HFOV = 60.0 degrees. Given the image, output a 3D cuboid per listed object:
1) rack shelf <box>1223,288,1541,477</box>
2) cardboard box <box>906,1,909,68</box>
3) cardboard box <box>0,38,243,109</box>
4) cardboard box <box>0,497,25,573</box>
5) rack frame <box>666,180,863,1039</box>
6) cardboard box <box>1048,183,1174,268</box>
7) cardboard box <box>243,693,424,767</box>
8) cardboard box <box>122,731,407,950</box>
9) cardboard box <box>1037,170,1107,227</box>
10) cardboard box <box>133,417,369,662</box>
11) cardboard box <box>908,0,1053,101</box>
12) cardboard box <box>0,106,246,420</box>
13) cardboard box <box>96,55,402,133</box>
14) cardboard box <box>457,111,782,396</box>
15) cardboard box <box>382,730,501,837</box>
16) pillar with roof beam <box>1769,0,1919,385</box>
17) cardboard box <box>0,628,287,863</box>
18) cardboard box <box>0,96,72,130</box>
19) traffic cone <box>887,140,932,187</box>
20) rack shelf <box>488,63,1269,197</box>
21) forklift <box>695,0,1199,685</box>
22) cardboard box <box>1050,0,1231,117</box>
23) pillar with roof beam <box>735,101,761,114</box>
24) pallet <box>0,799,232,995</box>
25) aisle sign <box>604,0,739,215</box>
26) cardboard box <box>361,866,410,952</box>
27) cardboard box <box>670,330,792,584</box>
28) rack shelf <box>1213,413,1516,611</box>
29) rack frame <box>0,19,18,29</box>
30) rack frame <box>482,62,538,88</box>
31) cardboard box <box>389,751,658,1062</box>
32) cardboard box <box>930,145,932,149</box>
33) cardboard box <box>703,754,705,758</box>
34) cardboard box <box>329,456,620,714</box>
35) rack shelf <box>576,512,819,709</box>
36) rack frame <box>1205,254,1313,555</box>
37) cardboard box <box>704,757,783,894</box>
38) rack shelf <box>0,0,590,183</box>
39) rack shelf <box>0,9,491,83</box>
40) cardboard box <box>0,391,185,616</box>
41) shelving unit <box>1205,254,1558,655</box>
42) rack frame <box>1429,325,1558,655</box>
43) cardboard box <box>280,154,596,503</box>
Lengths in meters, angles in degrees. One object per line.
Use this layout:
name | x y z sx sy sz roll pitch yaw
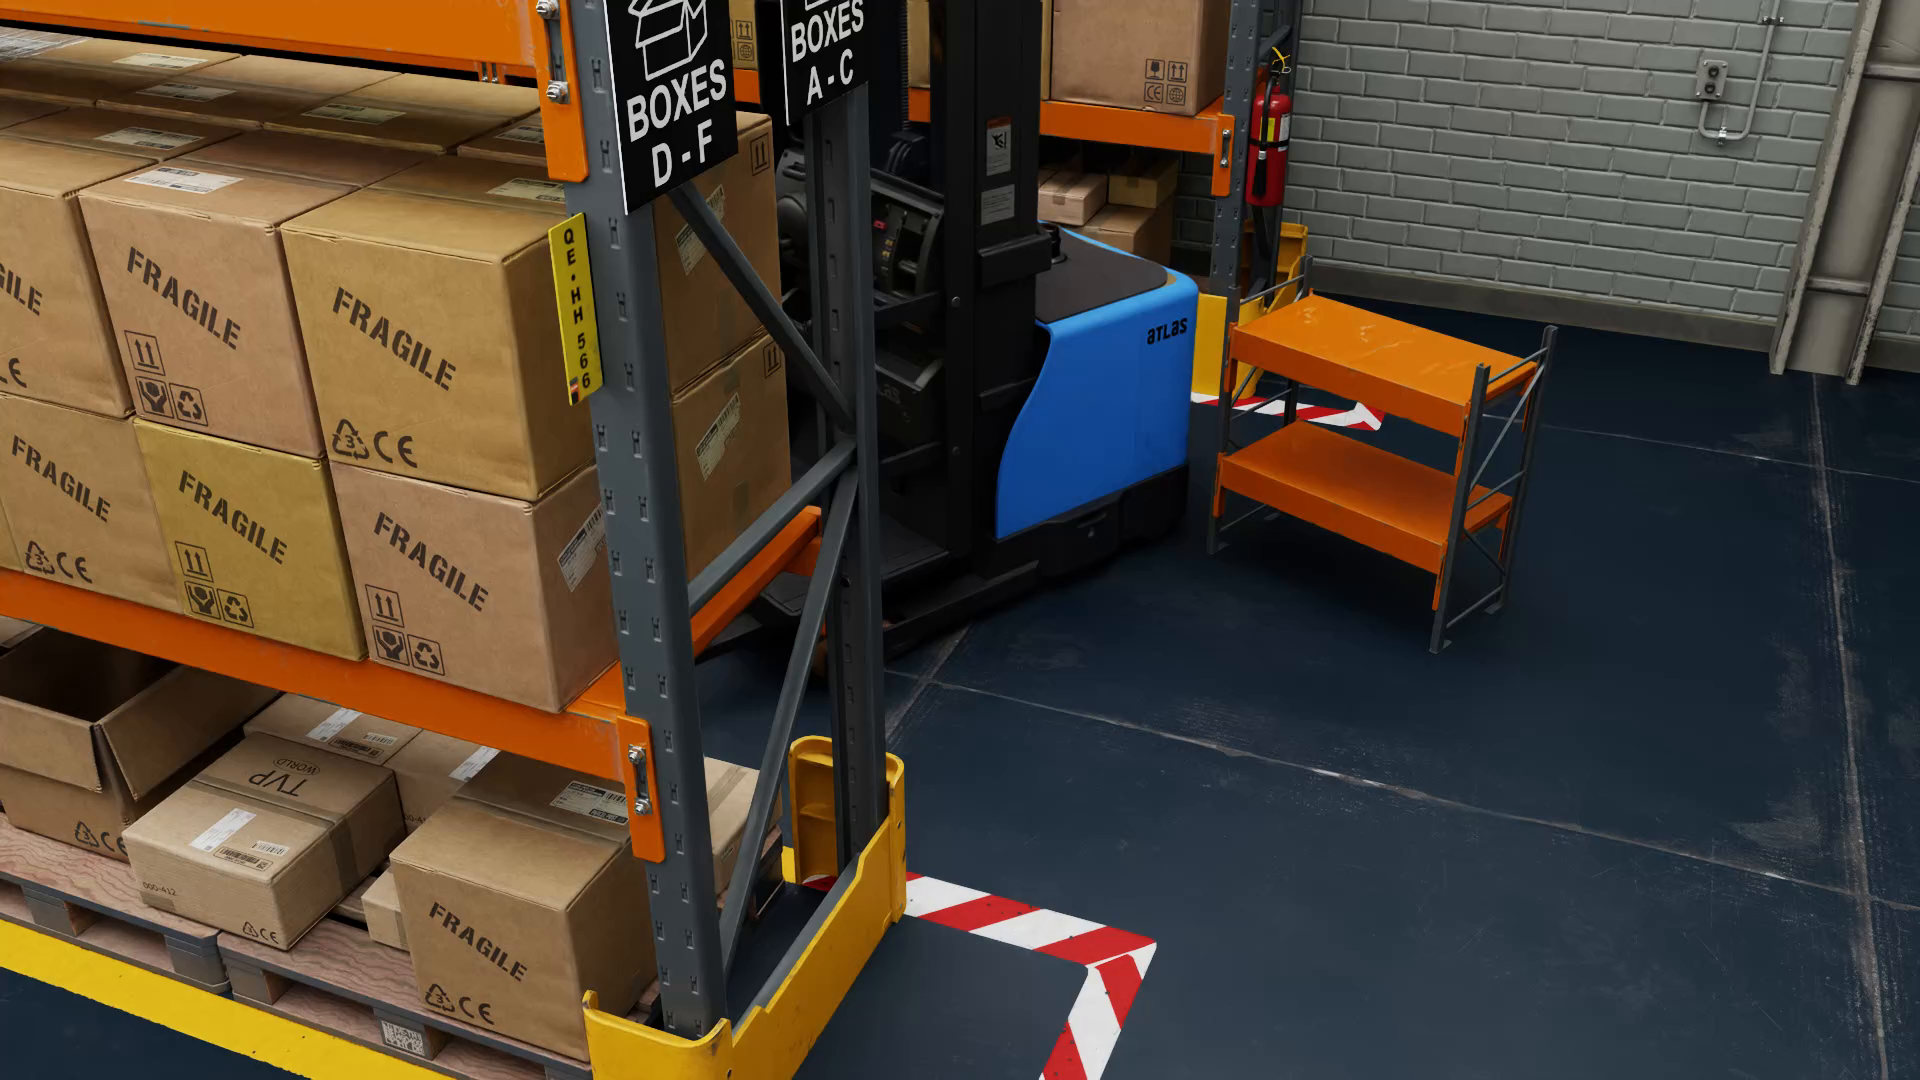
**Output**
rack shelf | 1.530 -0.598 6.070 0.538 0.278 1.000 -26 39 -38
cardboard box | -0.443 -2.764 8.287 0.700 0.700 0.980 10 31 17
cardboard box | -2.177 -0.972 4.304 0.500 0.500 0.500 11 31 19
cardboard box | -2.371 -0.294 4.120 0.500 0.500 0.500 11 31 18
rack frame | -0.443 -0.011 3.721 0.053 2.616 0.949 11 31 19
cardboard box | 0.728 -1.447 8.376 0.500 0.500 0.700 11 31 19
cardboard box | -1.768 0.581 5.021 0.500 0.250 0.500 11 31 19
cardboard box | -1.910 0.818 4.601 0.500 0.250 0.500 11 31 19
cardboard box | 0.541 -1.670 8.111 0.250 0.149 0.380 11 31 19
cardboard box | -1.444 -0.106 3.788 0.500 0.500 0.500 12 31 20
cardboard box | 0.260 -2.619 8.030 0.700 0.700 0.980 11 31 19
cardboard box | -1.911 -0.632 3.702 0.500 0.500 0.500 12 32 20
cardboard box | -1.706 -0.879 4.138 0.500 0.500 0.500 12 32 20
cardboard box | -0.757 -0.691 3.806 0.500 0.500 0.500 12 32 21
cardboard box | -1.305 0.674 4.857 0.500 0.250 0.500 11 31 19
pillar with roof beam | 2.623 -2.812 2.581 0.400 9.000 9.100 11 31 19
cardboard box | -2.408 0.491 4.923 0.637 0.503 0.797 11 31 19
cardboard box | -2.387 -0.727 3.870 0.500 0.500 0.500 12 32 21
traffic cone | -0.198 -0.887 6.118 0.196 1.202 0.295 11 31 19
rack shelf | -0.439 -2.326 8.547 4.000 0.370 1.077 11 31 19
forklift | -0.536 -1.062 5.650 3.031 2.935 1.130 -22 36 -33
cardboard box | 0.938 -2.489 7.801 0.700 0.700 0.980 13 32 21
pillar with roof beam | -2.937 -3.923 4.545 0.400 9.000 9.100 11 31 19
pallet | -2.381 0.817 5.090 1.213 0.211 1.003 11 31 19
aisle sign | -0.496 -0.989 2.809 0.004 0.787 0.394 11 31 19
cardboard box | -1.382 0.928 4.492 0.250 0.166 0.380 11 31 19
cardboard box | -0.757 -0.255 4.052 0.500 0.500 0.500 12 32 20
rack shelf | 1.530 -0.130 6.335 0.538 0.278 1.000 -26 39 -38
rack frame | -6.000 -3.747 10.331 0.053 2.616 0.949 11 31 19
rack frame | -2.292 -3.009 9.025 0.127 3.000 1.000 11 31 19
cardboard box | -1.041 0.899 4.204 0.500 0.500 0.500 11 31 19
cardboard box | -0.018 -1.984 8.667 0.250 0.149 0.380 12 32 20
cardboard box | -0.935 0.752 4.803 0.250 0.166 0.380 11 31 19
cardboard box | -0.962 -0.012 3.621 0.500 0.500 0.500 12 32 21
rack shelf | -2.298 -0.151 4.502 3.809 0.124 0.919 11 31 19
rack frame | 1.171 -0.521 6.528 0.500 1.125 0.032 -26 39 -38
cardboard box | -0.703 0.806 4.726 0.250 0.149 0.380 11 31 19
rack shelf | -2.298 -1.372 3.812 4.000 0.370 1.077 11 31 19
rack shelf | -4.145 -3.066 9.856 4.000 0.370 1.077 11 31 19
cardboard box | -1.904 -0.201 3.955 0.500 0.500 0.500 12 31 20
shelving unit | 1.530 -0.343 6.214 0.538 1.125 1.048 -26 39 -38
rack frame | 1.889 -0.166 5.901 0.500 1.125 0.032 -26 39 -38
cardboard box | -0.960 -0.445 3.372 0.500 0.500 0.500 11 31 19
